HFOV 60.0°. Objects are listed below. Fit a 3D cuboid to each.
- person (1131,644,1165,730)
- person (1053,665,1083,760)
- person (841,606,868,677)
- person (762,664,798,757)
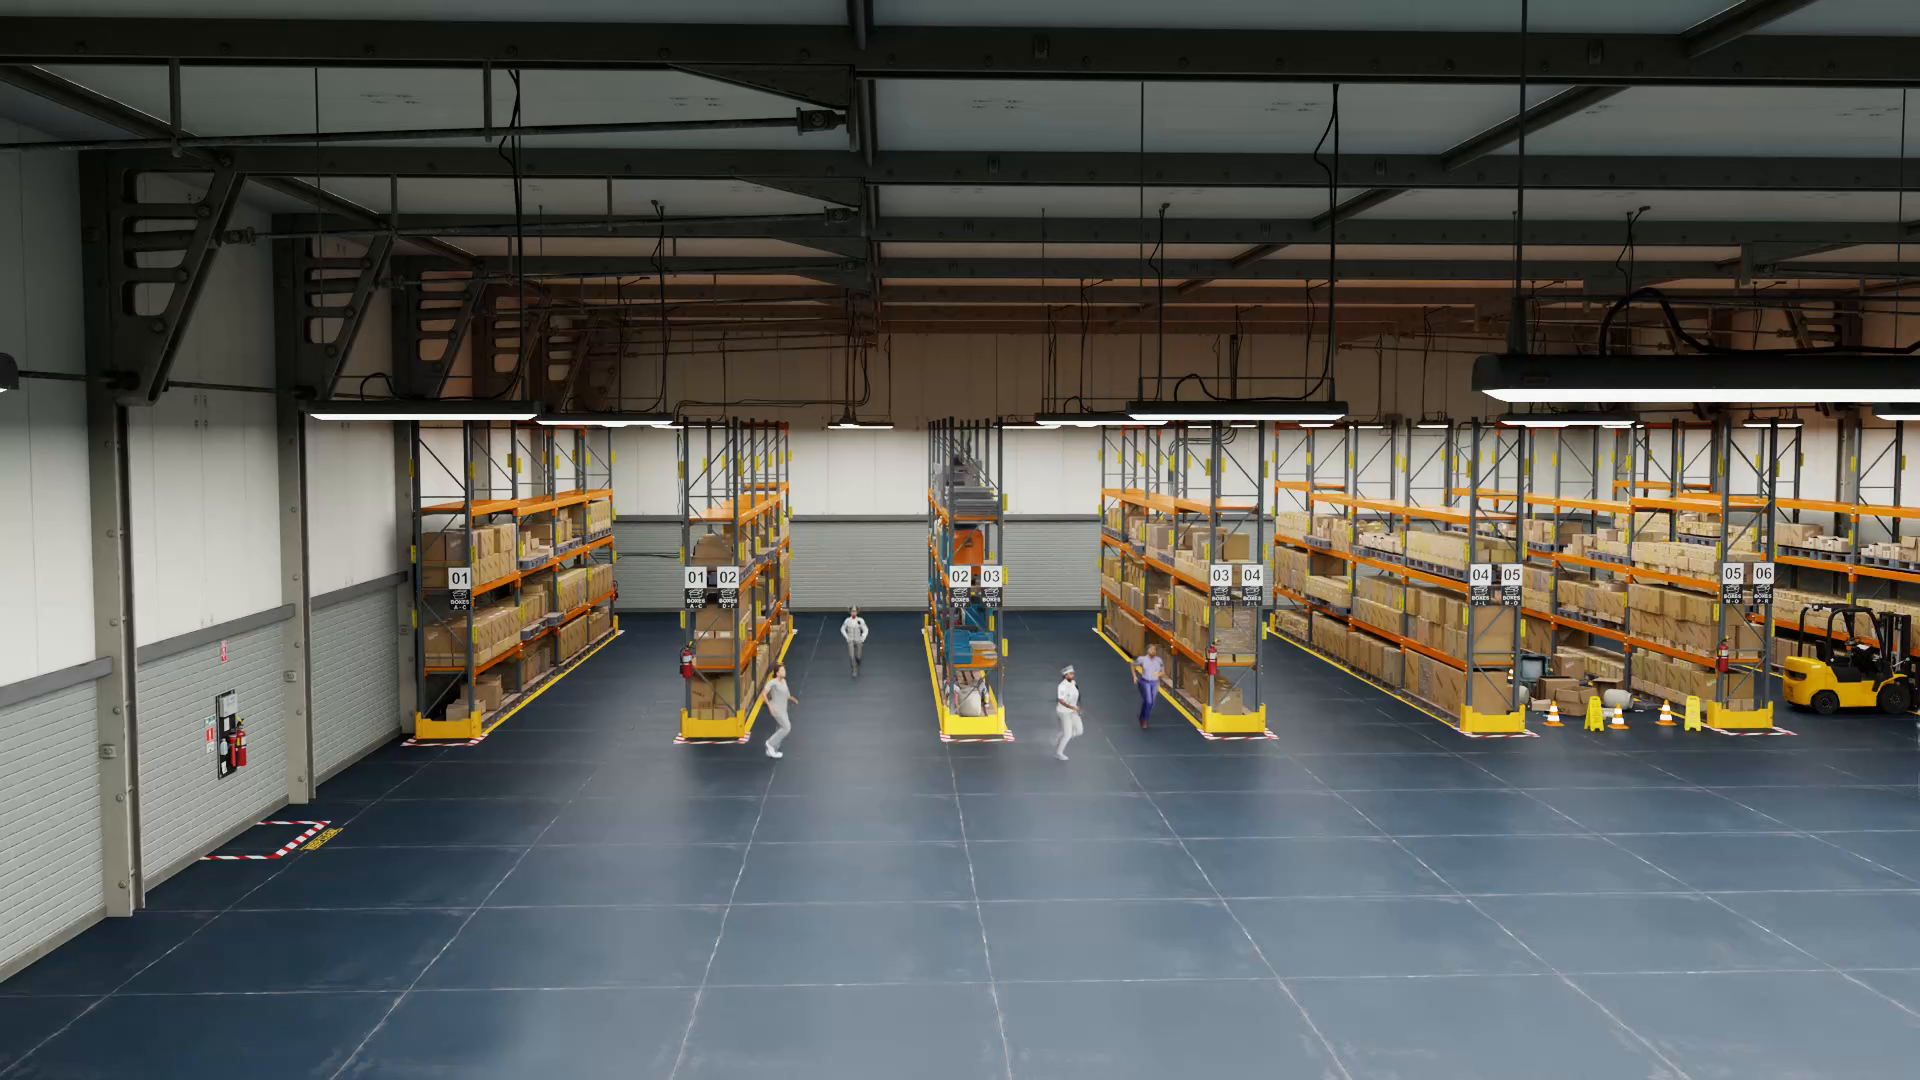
[{"bbox_3d":[3.649,2.832,32.103,0.590,1.655,0.661,-1,4,-20],"label":"person"},{"bbox_3d":[1.920,3.005,29.063,0.616,1.659,0.602,3,5,36],"label":"person"},{"bbox_3d":[-2.470,2.354,38.936,0.642,1.652,0.581,0,4,-5],"label":"person"},{"bbox_3d":[-3.141,2.994,29.190,0.569,1.638,0.573,1,4,22],"label":"person"}]
